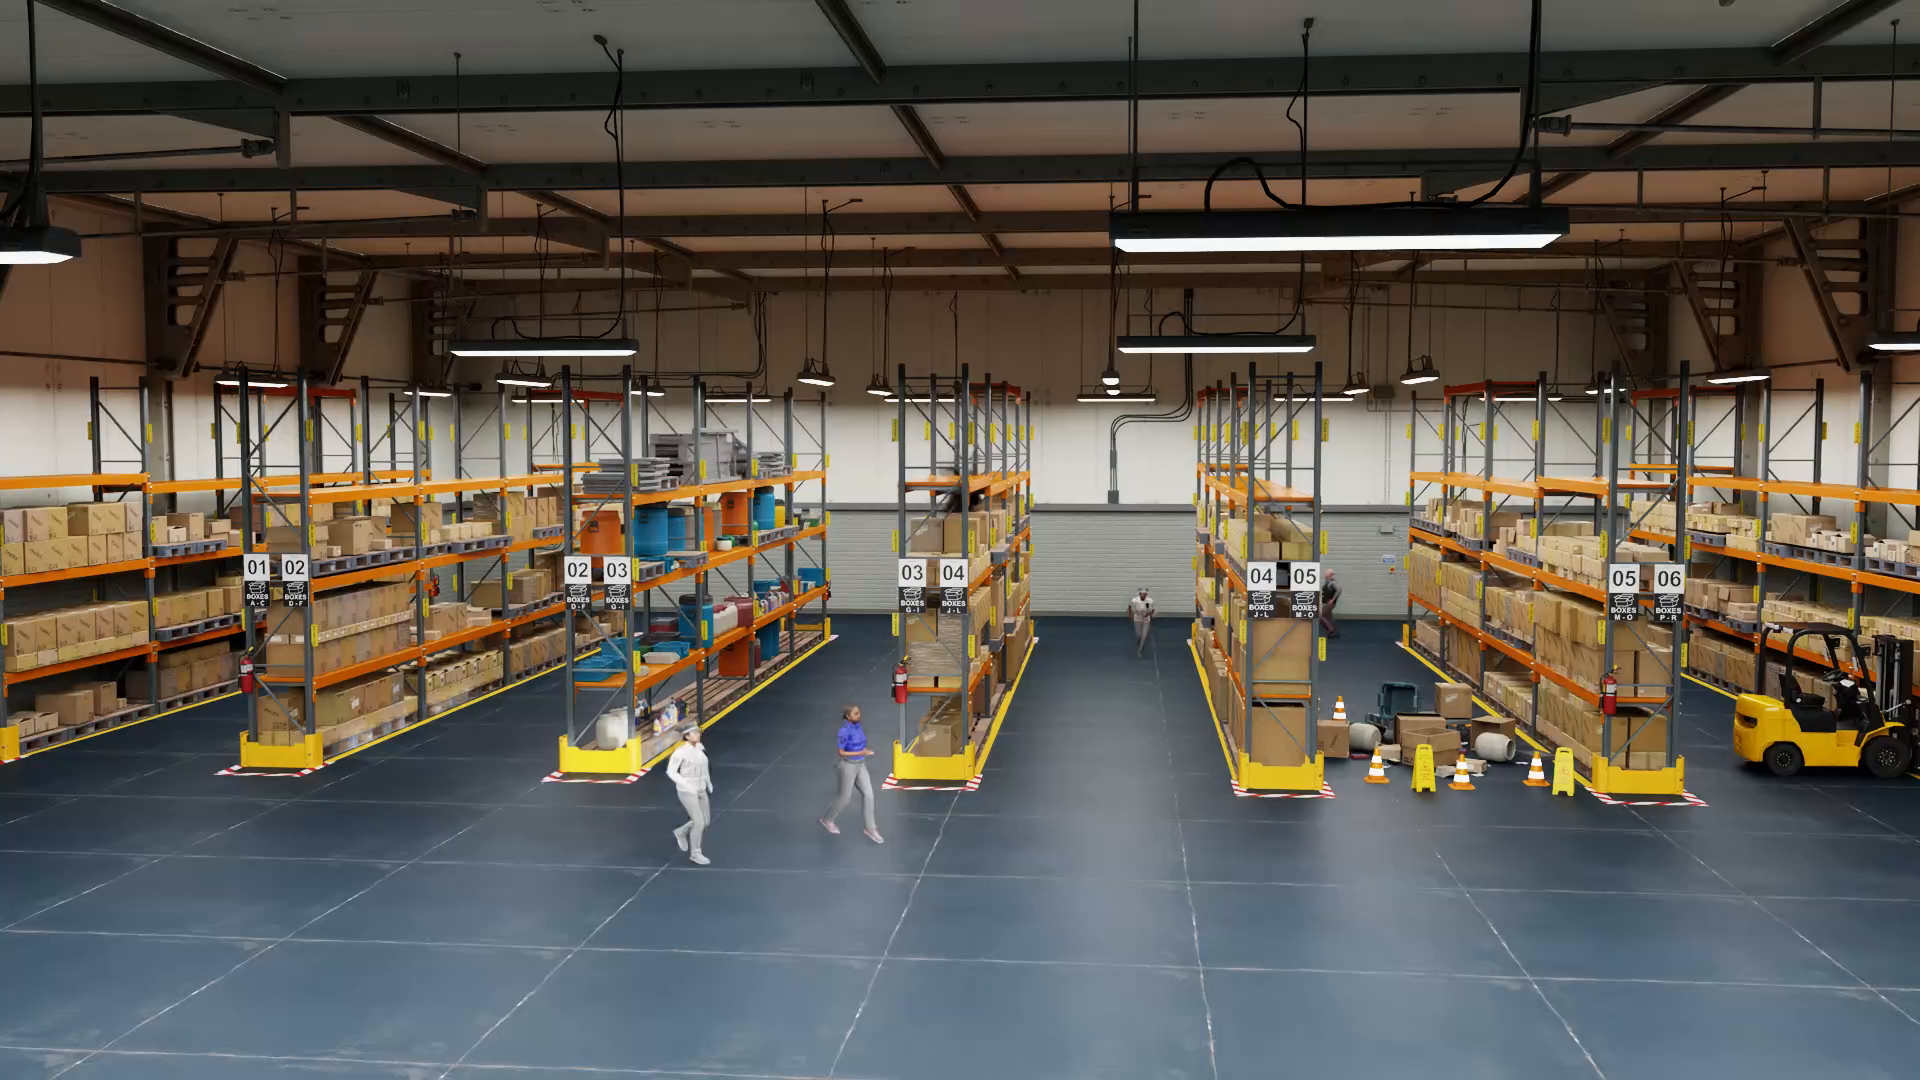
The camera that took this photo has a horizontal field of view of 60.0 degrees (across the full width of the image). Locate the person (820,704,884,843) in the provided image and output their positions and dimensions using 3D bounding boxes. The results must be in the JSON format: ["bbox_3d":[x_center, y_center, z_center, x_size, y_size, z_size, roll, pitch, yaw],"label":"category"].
[{"bbox_3d":[-1.350,2.859,20.458,0.862,1.701,0.570,2,4,32],"label":"person"}]

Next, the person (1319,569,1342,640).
[{"bbox_3d":[8.901,1.566,40.339,0.697,1.710,0.627,0,4,2],"label":"person"}]

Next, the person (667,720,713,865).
[{"bbox_3d":[-3.167,2.928,19.415,0.566,1.673,0.628,2,4,32],"label":"person"}]

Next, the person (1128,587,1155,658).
[{"bbox_3d":[4.041,1.845,36.968,0.562,1.602,0.629,0,4,0],"label":"person"}]
